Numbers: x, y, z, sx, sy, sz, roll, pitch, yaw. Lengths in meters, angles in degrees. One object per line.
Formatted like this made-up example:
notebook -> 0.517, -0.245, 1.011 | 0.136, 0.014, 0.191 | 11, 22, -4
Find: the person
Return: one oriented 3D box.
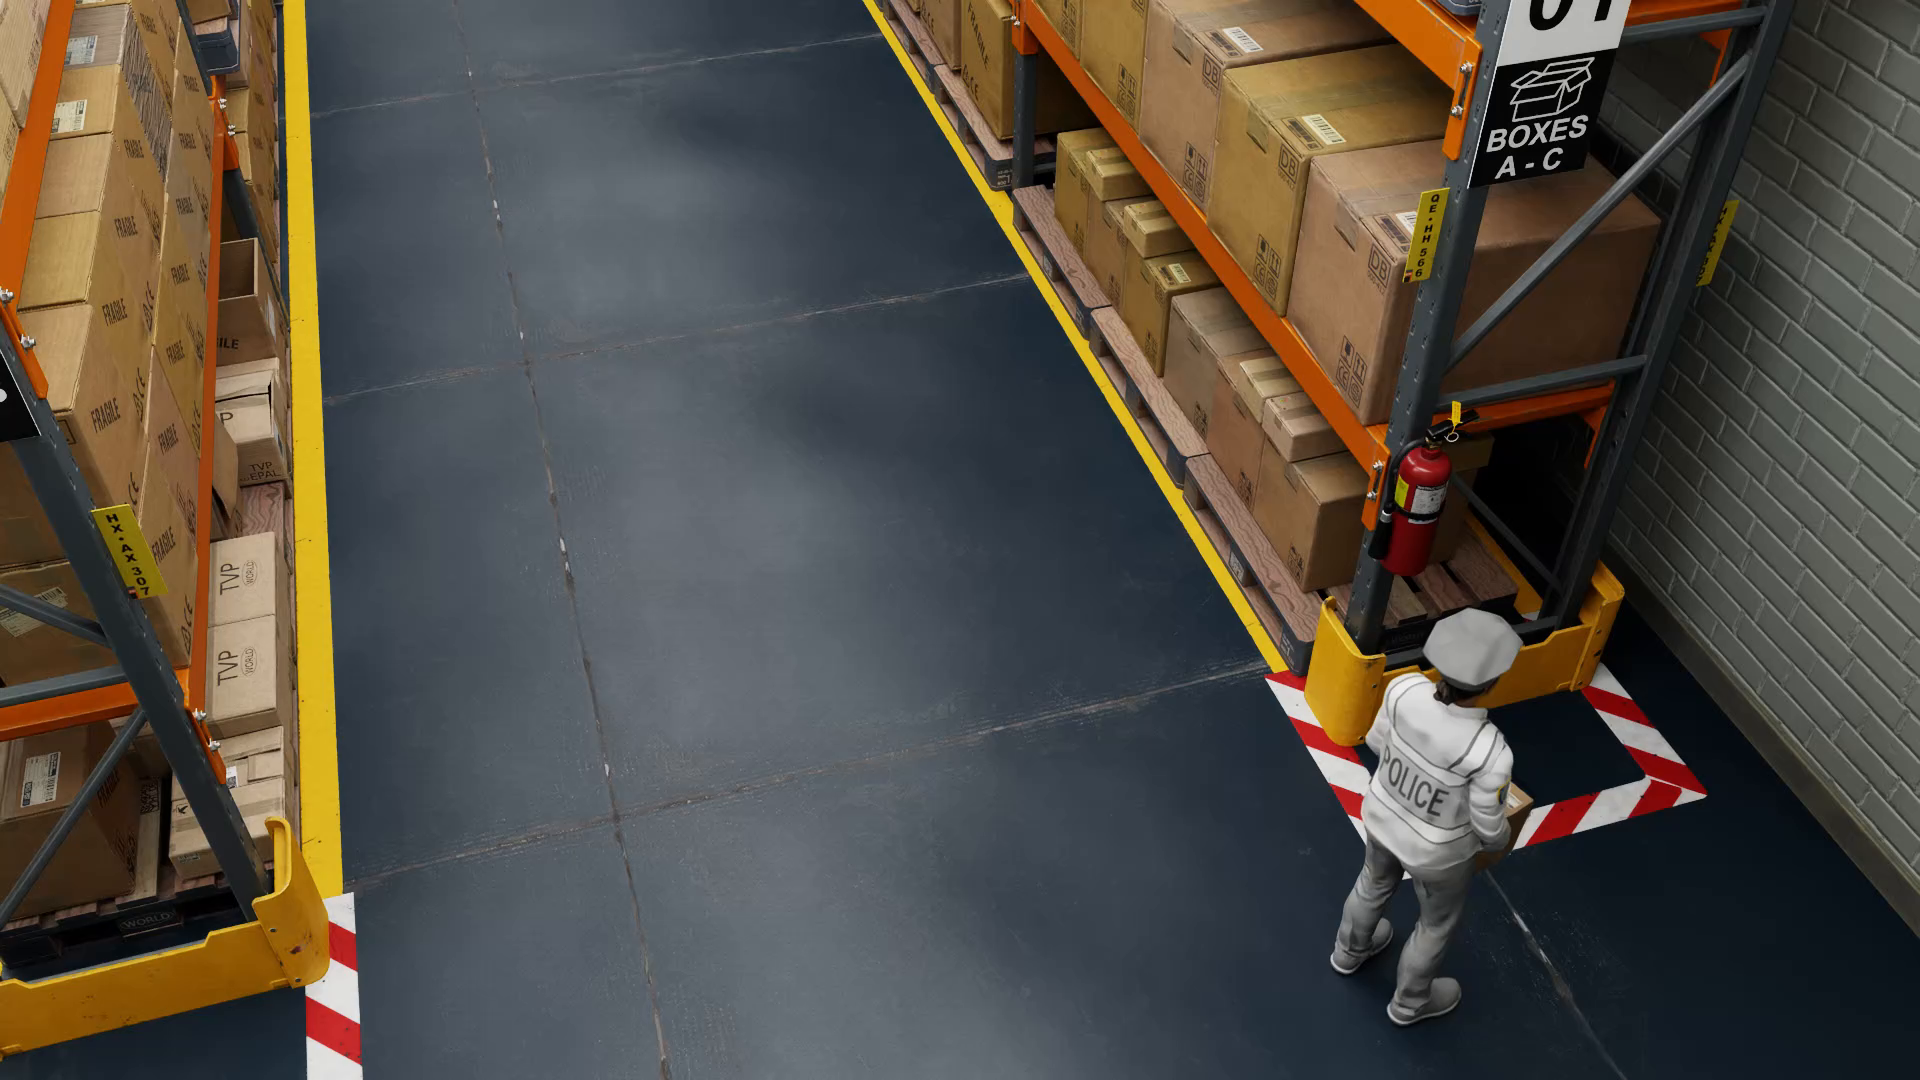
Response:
person -> 1.457, 0.881, 5.183 | 0.384, 1.680, 0.502 | -26, 49, -26
